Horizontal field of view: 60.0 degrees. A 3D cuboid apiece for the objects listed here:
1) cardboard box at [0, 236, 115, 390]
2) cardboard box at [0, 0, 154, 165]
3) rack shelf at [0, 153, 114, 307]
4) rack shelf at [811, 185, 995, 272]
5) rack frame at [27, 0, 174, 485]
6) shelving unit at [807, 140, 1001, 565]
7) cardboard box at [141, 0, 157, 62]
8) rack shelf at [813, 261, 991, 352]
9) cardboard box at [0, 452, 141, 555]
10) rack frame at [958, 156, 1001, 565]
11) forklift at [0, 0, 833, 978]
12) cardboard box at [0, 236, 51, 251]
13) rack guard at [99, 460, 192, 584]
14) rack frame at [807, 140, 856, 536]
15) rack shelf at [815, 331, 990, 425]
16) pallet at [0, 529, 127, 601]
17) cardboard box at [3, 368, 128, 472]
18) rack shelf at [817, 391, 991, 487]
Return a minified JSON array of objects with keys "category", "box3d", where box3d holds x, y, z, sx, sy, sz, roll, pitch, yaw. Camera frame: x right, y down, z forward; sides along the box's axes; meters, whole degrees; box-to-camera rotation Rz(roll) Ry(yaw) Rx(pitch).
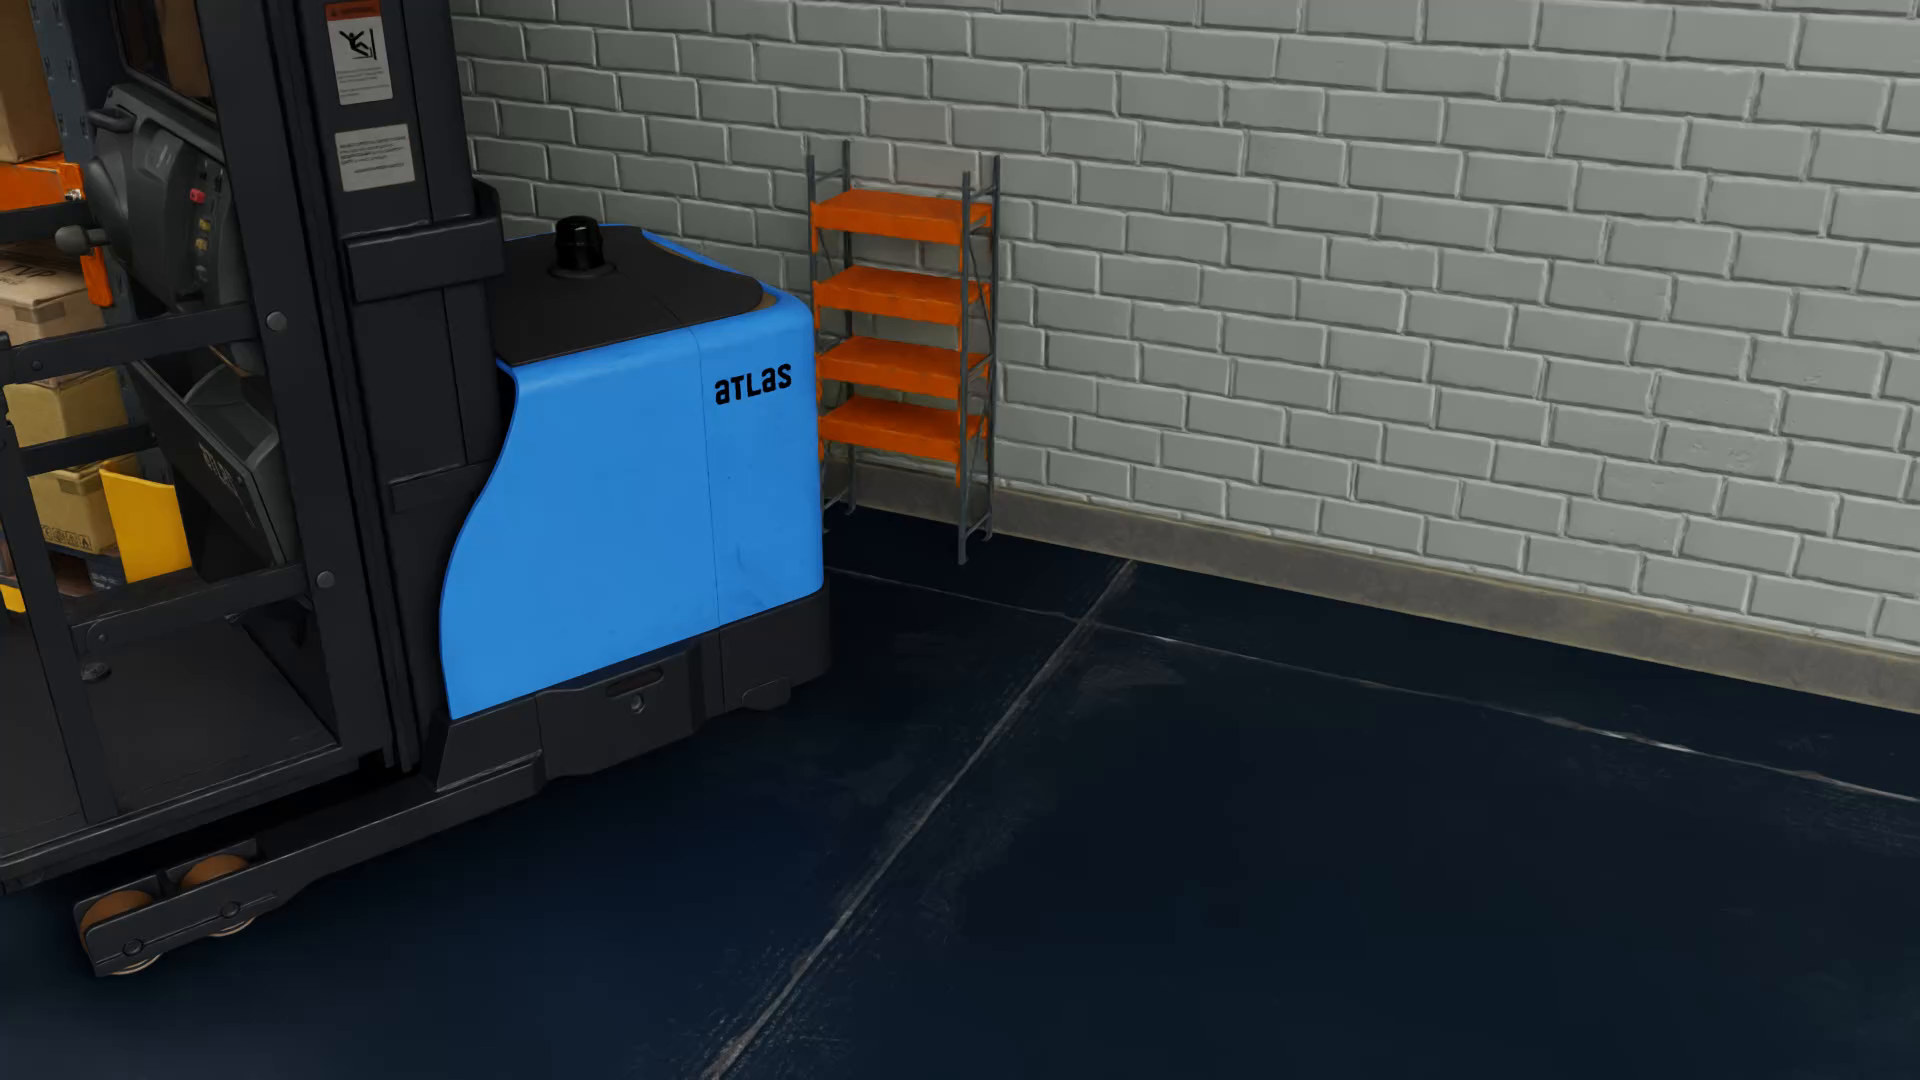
[{"category":"cardboard box","box3d":[-2.537,-0.660,4.700,0.500,0.250,0.500,12,29,24]},{"category":"cardboard box","box3d":[-2.546,-1.327,4.436,0.500,0.500,0.500,11,28,21]},{"category":"rack shelf","box3d":[-3.810,-1.341,5.392,4.000,0.370,1.077,11,28,22]},{"category":"rack shelf","box3d":[-0.163,-0.914,4.850,0.480,0.148,0.258,11,27,21]},{"category":"rack frame","box3d":[-1.989,-1.298,4.490,0.127,3.000,1.000,11,28,22]},{"category":"shelving unit","box3d":[-0.167,-0.557,5.015,0.503,1.200,0.258,11,27,21]},{"category":"cardboard box","box3d":[-2.325,-1.545,4.879,0.500,0.500,0.500,12,29,23]},{"category":"rack shelf","box3d":[-0.166,-0.699,4.950,0.480,0.148,0.258,11,27,21]},{"category":"cardboard box","box3d":[-2.548,-0.211,4.921,0.500,0.250,0.500,12,28,22]},{"category":"rack frame","box3d":[0.056,-0.513,4.926,0.015,1.200,0.240,11,27,21]},{"category":"forklift","box3d":[-1.809,-0.684,3.322,3.031,2.935,1.130,-19,32,-34]},{"category":"cardboard box","box3d":[-3.005,-0.751,4.885,0.500,0.250,0.500,12,29,23]},{"category":"rack guard","box3d":[-1.967,-0.172,5.033,0.348,0.500,1.175,11,28,22]},{"category":"rack frame","box3d":[-0.390,-0.601,5.104,0.015,1.200,0.240,11,27,21]},{"category":"rack shelf","box3d":[-0.168,-0.496,5.044,0.480,0.148,0.258,11,27,21]},{"category":"pallet","box3d":[-2.702,-0.170,5.356,1.213,0.211,1.003,11,28,22]},{"category":"cardboard box","box3d":[-2.561,-0.440,4.820,0.500,0.250,0.500,11,28,21]},{"category":"rack shelf","box3d":[-0.170,-0.316,5.127,0.480,0.148,0.258,11,27,21]}]
